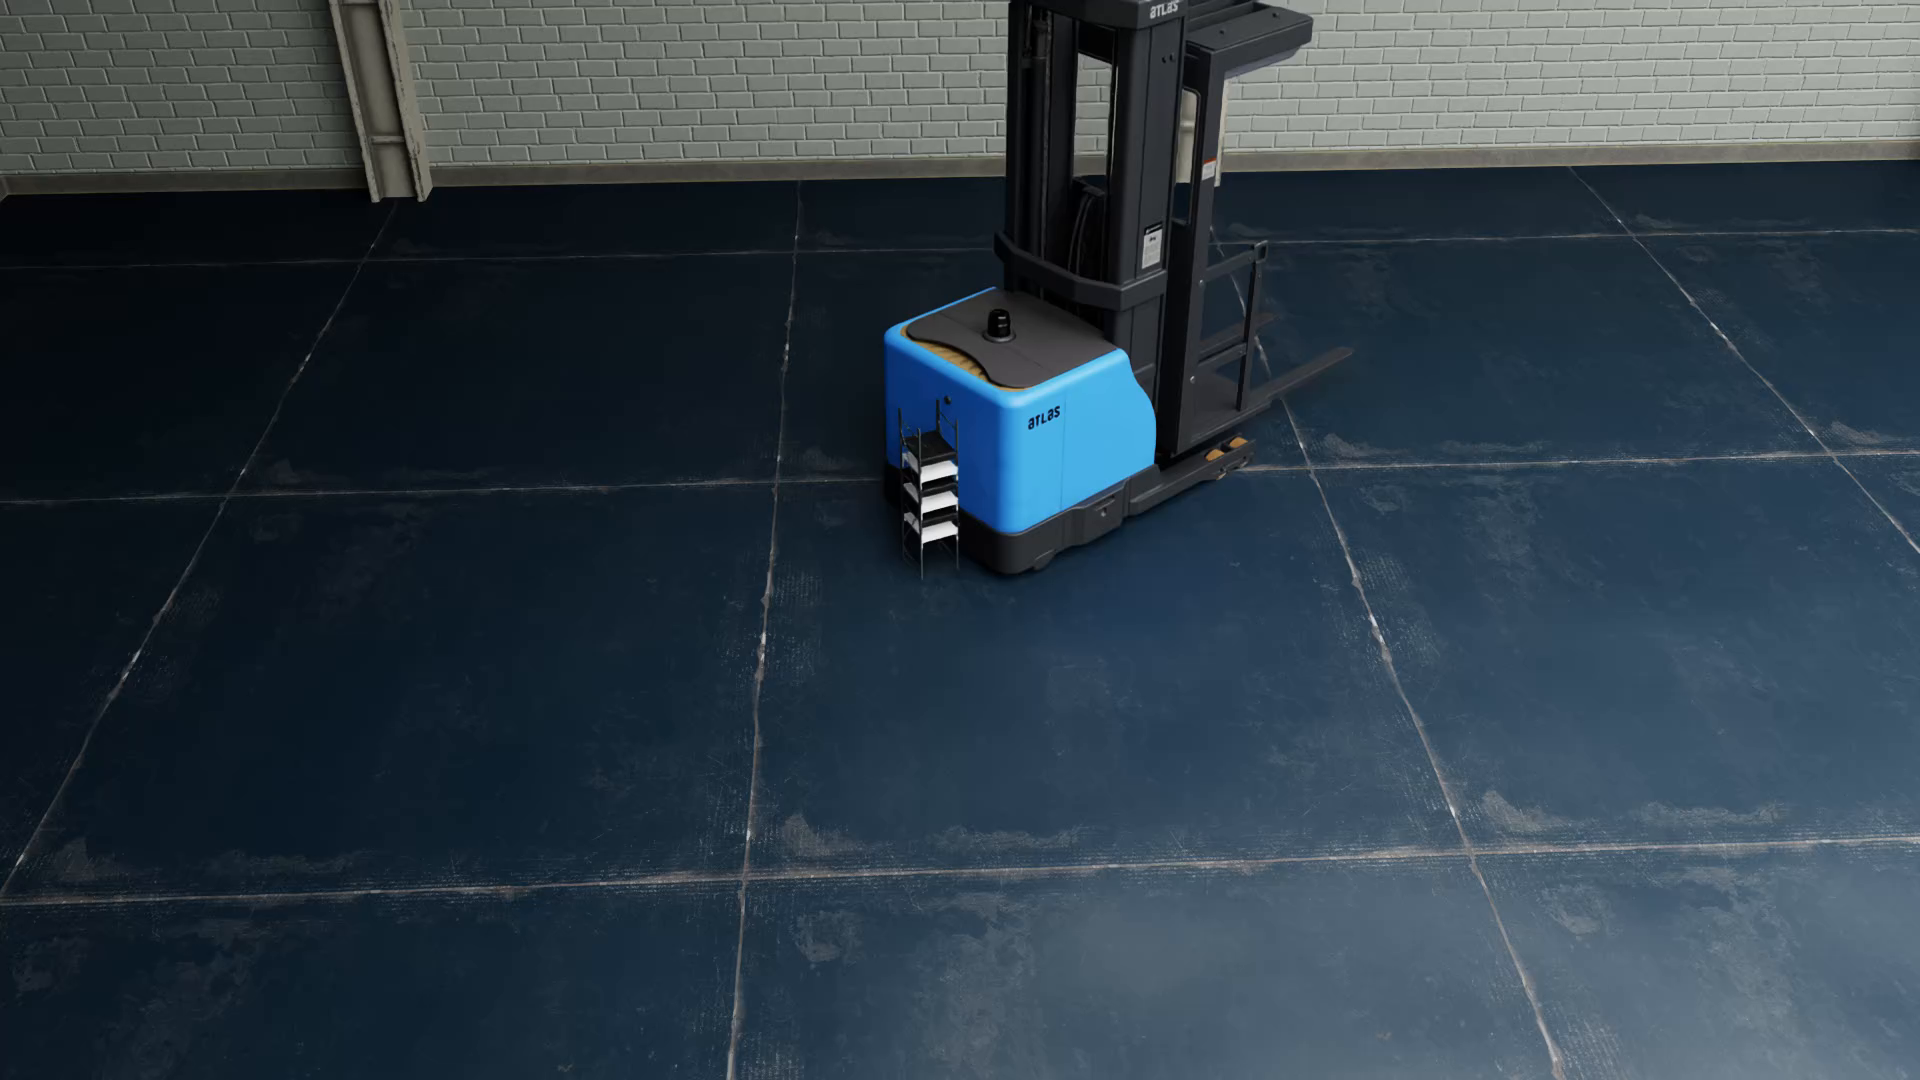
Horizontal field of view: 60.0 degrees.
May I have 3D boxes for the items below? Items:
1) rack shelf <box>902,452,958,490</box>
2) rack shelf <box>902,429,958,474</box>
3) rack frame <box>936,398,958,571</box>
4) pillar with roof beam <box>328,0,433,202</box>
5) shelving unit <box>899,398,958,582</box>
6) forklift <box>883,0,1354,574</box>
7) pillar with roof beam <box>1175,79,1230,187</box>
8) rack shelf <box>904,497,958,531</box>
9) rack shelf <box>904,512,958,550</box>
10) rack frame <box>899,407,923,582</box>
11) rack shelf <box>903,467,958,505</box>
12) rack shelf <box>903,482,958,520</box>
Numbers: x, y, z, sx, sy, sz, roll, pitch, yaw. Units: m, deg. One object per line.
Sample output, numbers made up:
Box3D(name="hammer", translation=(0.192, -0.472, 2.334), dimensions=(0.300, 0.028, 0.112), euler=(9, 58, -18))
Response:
Box3D(name="rack shelf", translation=(-0.155, -0.366, 8.266), dimensions=(0.200, 0.077, 0.258), euler=(-15, 38, -21))
Box3D(name="rack shelf", translation=(-0.155, -0.440, 8.215), dimensions=(0.200, 0.077, 0.258), euler=(-15, 38, -21))
Box3D(name="rack frame", translation=(-0.063, -0.270, 8.386), dimensions=(0.006, 0.900, 0.240), euler=(-15, 38, -21))
Box3D(name="pillar with roof beam", translation=(-4.010, -3.873, 6.475), dimensions=(0.400, 9.000, 9.100), euler=(-2, 35, -2))
Box3D(name="shelving unit", translation=(-0.155, -0.245, 8.350), dimensions=(0.210, 0.900, 0.258), euler=(-15, 38, -21))
Box3D(name="forklift", translation=(1.031, -1.742, 8.728), dimensions=(3.031, 2.935, 1.130), euler=(-27, 43, -33))
Box3D(name="pillar with roof beam", translation=(1.983, -4.035, 6.709), dimensions=(0.400, 9.000, 9.100), euler=(-2, 35, -2))
Box3D(name="rack shelf", translation=(-0.155, -0.144, 8.420), dimensions=(0.200, 0.077, 0.258), euler=(-15, 38, -21))
Box3D(name="rack shelf", translation=(-0.155, -0.070, 8.471), dimensions=(0.200, 0.077, 0.258), euler=(-15, 38, -21))
Box3D(name="rack frame", translation=(-0.246, -0.220, 8.314), dimensions=(0.006, 0.900, 0.240), euler=(-15, 38, -21))
Box3D(name="rack shelf", translation=(-0.155, -0.292, 8.318), dimensions=(0.200, 0.077, 0.258), euler=(-15, 38, -21))
Box3D(name="rack shelf", translation=(-0.155, -0.218, 8.369), dimensions=(0.200, 0.077, 0.258), euler=(-15, 38, -21))
